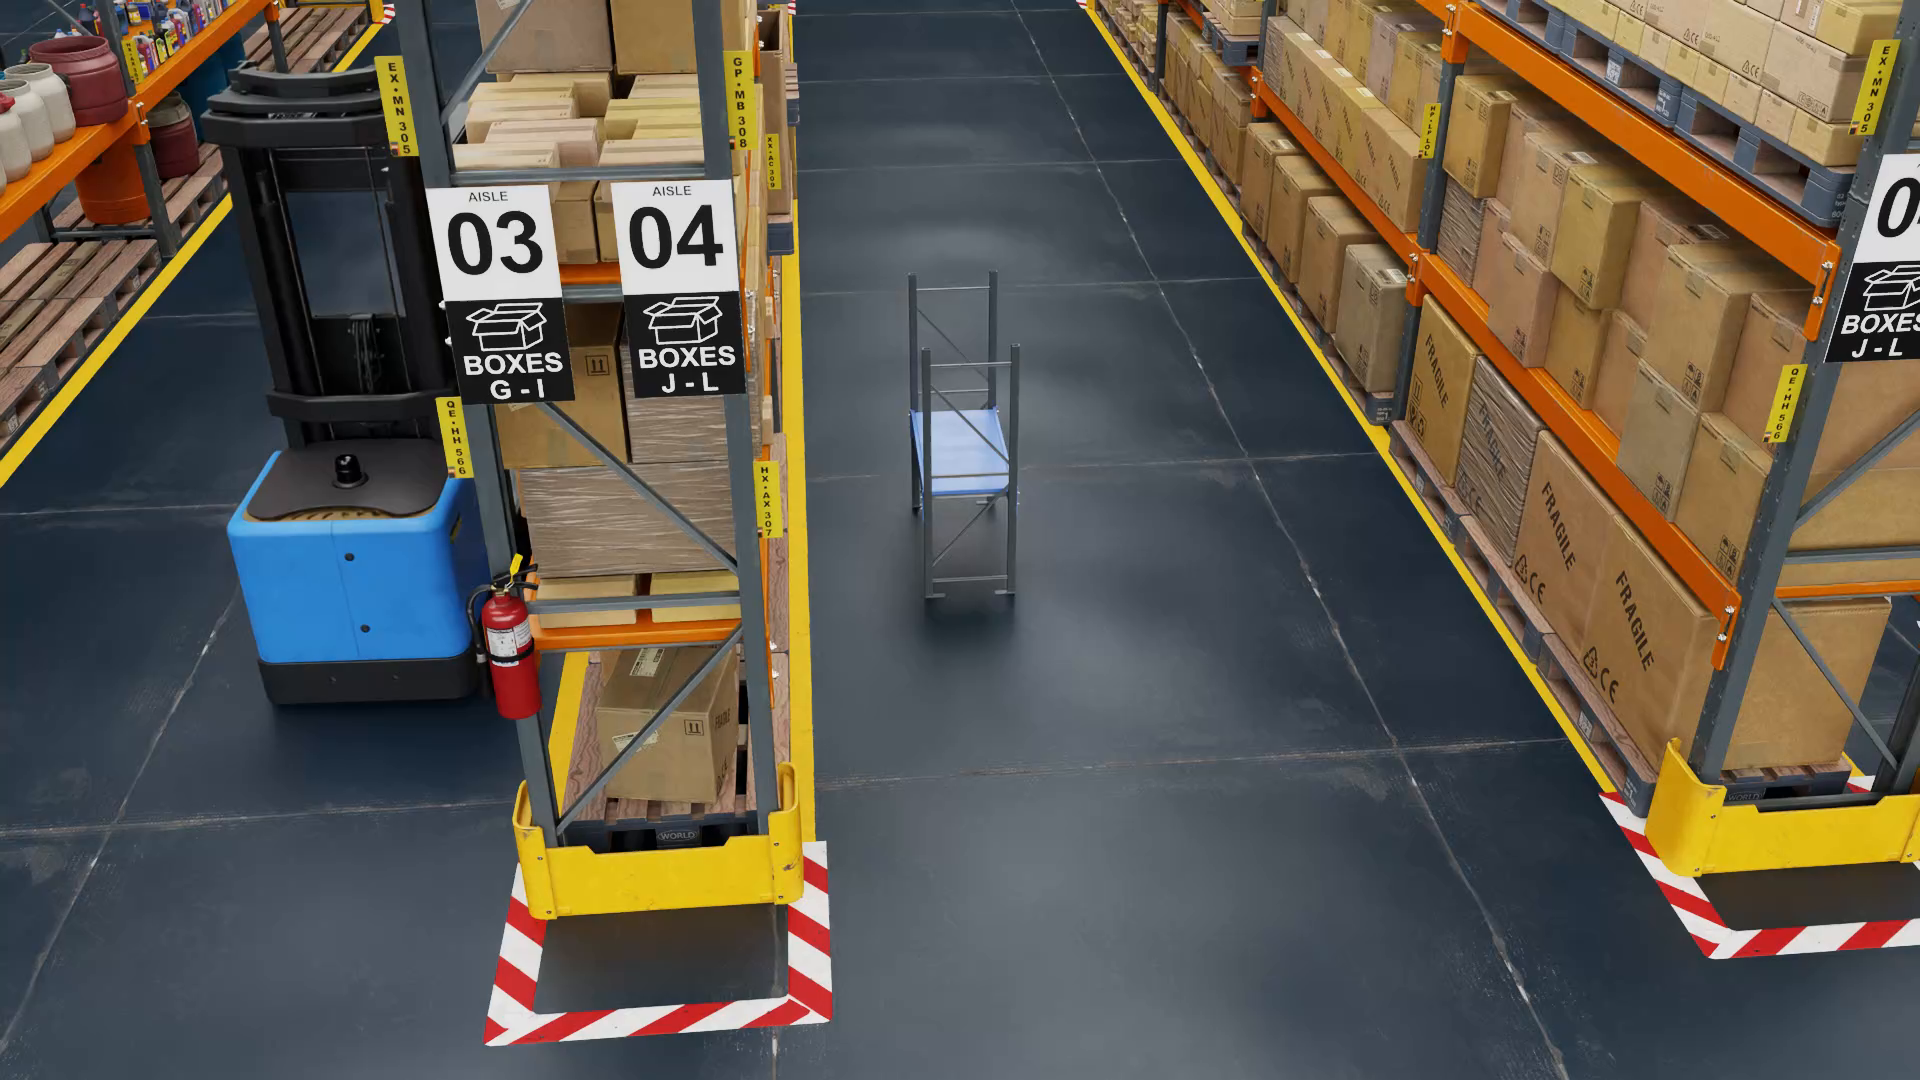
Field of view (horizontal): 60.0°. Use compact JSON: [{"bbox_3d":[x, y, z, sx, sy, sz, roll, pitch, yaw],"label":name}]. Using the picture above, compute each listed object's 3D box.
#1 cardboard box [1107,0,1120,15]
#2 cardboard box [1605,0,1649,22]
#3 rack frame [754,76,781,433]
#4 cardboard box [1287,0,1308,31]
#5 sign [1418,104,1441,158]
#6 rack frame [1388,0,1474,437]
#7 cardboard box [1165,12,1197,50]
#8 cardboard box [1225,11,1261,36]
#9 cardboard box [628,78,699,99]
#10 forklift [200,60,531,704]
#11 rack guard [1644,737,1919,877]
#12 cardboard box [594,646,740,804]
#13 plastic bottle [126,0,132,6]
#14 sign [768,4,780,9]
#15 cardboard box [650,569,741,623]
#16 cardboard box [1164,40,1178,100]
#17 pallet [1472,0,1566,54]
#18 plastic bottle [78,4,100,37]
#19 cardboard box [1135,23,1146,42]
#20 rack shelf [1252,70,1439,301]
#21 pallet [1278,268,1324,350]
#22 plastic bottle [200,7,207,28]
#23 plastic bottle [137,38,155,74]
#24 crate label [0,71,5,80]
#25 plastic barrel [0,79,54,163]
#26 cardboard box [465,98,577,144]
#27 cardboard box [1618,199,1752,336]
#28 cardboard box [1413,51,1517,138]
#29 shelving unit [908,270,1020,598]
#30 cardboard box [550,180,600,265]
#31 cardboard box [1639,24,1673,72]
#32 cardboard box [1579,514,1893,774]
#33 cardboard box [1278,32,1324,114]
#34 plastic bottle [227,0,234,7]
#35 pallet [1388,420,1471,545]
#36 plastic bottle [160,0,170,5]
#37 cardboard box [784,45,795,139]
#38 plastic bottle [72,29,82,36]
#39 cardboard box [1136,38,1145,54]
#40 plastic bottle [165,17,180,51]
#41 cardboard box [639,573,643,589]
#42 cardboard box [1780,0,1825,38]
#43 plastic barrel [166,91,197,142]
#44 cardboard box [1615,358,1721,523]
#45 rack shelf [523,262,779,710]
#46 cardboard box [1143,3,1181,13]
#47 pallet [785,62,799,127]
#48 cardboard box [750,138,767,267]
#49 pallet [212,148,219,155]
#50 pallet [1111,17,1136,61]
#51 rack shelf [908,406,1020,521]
[{"bbox_3d":[1.971,-6.388,19.891,0.380,0.149,0.250,-2,31,-4],"label":"cardboard box"},{"bbox_3d":[3.223,-2.518,7.464,0.500,0.250,0.500,-2,31,-4],"label":"cardboard box"},{"bbox_3d":[-1.636,-1.794,9.828,1.000,3.000,0.127,-3,31,-5],"label":"rack frame"},{"bbox_3d":[2.970,-4.265,12.892,0.700,0.500,0.500,-3,31,-5],"label":"cardboard box"},{"bbox_3d":[2.772,-2.412,9.811,0.100,0.325,0.005,-3,31,-5],"label":"sign"},{"bbox_3d":[3.312,-1.980,10.140,1.000,3.000,0.127,-3,31,-5],"label":"rack frame"},{"bbox_3d":[2.370,-5.104,16.666,0.500,0.250,0.500,-4,31,-7],"label":"cardboard box"},{"bbox_3d":[2.434,-4.325,13.900,0.380,0.149,0.250,-2,31,-4],"label":"cardboard box"},{"bbox_3d":[-1.087,-1.701,6.504,0.380,0.149,0.250,-2,31,-3],"label":"cardboard box"},{"bbox_3d":[-3.024,-1.170,8.851,1.130,2.935,3.031,-2,31,-3],"label":"forklift"},{"bbox_3d":[3.688,1.148,7.341,1.175,0.500,0.348,-3,31,-5],"label":"rack guard"},{"bbox_3d":[-1.304,0.821,7.478,0.500,0.500,0.500,3,31,5],"label":"cardboard box"},{"bbox_3d":[-7.564,-4.861,15.083,0.152,0.276,0.135,-3,31,-5],"label":"plastic bottle"},{"bbox_3d":[-1.471,-4.330,13.022,0.100,0.325,0.005,-3,31,-5],"label":"sign"},{"bbox_3d":[-1.052,0.199,6.737,0.380,0.149,0.250,-3,31,-5],"label":"cardboard box"},{"bbox_3d":[2.369,-4.782,16.858,0.500,0.500,0.500,-2,31,-3],"label":"cardboard box"},{"bbox_3d":[3.378,-2.812,8.693,1.003,0.211,1.213,-3,31,-5],"label":"pallet"},{"bbox_3d":[-7.484,-4.431,14.291,0.144,0.351,0.185,-3,31,-5],"label":"plastic bottle"},{"bbox_3d":[2.138,-5.568,18.227,0.380,0.149,0.250,-4,31,-6],"label":"cardboard box"},{"bbox_3d":[3.125,-2.692,12.034,1.077,0.370,4.000,-3,31,-5],"label":"rack shelf"},{"bbox_3d":[3.047,-1.798,12.554,1.003,0.211,1.213,-3,31,-5],"label":"pallet"},{"bbox_3d":[-6.803,-4.681,14.856,0.097,0.201,0.097,0,31,0],"label":"plastic bottle"},{"bbox_3d":[-6.645,-3.955,13.560,0.061,0.283,0.133,-3,31,-5],"label":"plastic bottle"},{"bbox_3d":[-7.118,-3.094,11.970,0.502,0.435,0.616,-3,31,-5],"label":"crate label"},{"bbox_3d":[-6.593,-2.917,11.599,0.421,0.512,0.421,0,31,0],"label":"plastic barrel"},{"bbox_3d":[-1.641,-1.546,6.246,0.380,0.149,0.250,-4,31,-7],"label":"cardboard box"},{"bbox_3d":[3.629,-1.226,7.678,0.875,0.550,0.550,-3,31,-5],"label":"cardboard box"},{"bbox_3d":[3.259,-2.705,10.282,0.700,0.500,0.500,-3,31,-5],"label":"cardboard box"},{"bbox_3d":[0.008,-0.600,9.292,0.538,1.500,1.048,-3,31,-5],"label":"shelving unit"},{"bbox_3d":[-1.560,-1.209,6.070,0.500,0.250,0.500,-2,31,-3],"label":"cardboard box"},{"bbox_3d":[3.199,-2.143,7.226,0.380,0.149,0.250,-3,31,-4],"label":"cardboard box"},{"bbox_3d":[3.556,0.451,7.732,0.875,0.875,0.875,-3,31,-4],"label":"cardboard box"},{"bbox_3d":[2.761,-3.564,12.693,0.500,0.500,0.500,-3,31,-5],"label":"cardboard box"},{"bbox_3d":[-6.903,-5.166,15.522,0.144,0.351,0.185,-3,31,-5],"label":"plastic bottle"},{"bbox_3d":[3.305,-0.391,10.199,1.003,0.211,1.213,-3,31,-5],"label":"pallet"},{"bbox_3d":[-7.494,-5.130,15.607,0.097,0.201,0.097,0,31,0],"label":"plastic bottle"},{"bbox_3d":[-2.129,-3.913,15.039,1.225,0.875,0.875,-3,31,-4],"label":"cardboard box"},{"bbox_3d":[-7.482,-4.225,14.092,0.097,0.201,0.097,0,31,0],"label":"plastic bottle"},{"bbox_3d":[2.158,-5.473,18.359,0.380,0.149,0.250,-4,31,-6],"label":"cardboard box"},{"bbox_3d":[-6.730,-4.312,14.170,0.097,0.271,0.097,0,31,0],"label":"plastic bottle"},{"bbox_3d":[-1.517,0.093,6.915,0.380,0.149,0.250,-3,31,-5],"label":"cardboard box"},{"bbox_3d":[3.294,-1.967,6.152,0.380,0.149,0.250,-3,31,-4],"label":"cardboard box"},{"bbox_3d":[-7.251,-3.821,15.238,0.421,0.512,0.421,0,31,0],"label":"plastic barrel"},{"bbox_3d":[3.532,-0.469,7.464,0.875,0.550,0.550,-3,31,-5],"label":"cardboard box"},{"bbox_3d":[-1.449,-0.464,8.303,1.077,0.370,4.000,-3,31,-5],"label":"rack shelf"},{"bbox_3d":[2.231,-5.837,18.387,0.380,0.149,0.250,-2,31,-3],"label":"cardboard box"},{"bbox_3d":[-1.837,-3.395,12.696,1.213,0.211,1.003,-3,31,-5],"label":"pallet"},{"bbox_3d":[-1.226,-1.667,8.253,0.500,0.500,0.500,-3,31,-5],"label":"cardboard box"},{"bbox_3d":[-7.284,-4.048,16.321,1.003,0.211,1.213,-3,31,-5],"label":"pallet"},{"bbox_3d":[2.349,-5.833,19.309,1.003,0.211,1.213,-3,31,-5],"label":"pallet"},{"bbox_3d":[0.008,-0.446,9.385,0.538,0.185,1.000,-3,31,-5],"label":"rack shelf"}]
